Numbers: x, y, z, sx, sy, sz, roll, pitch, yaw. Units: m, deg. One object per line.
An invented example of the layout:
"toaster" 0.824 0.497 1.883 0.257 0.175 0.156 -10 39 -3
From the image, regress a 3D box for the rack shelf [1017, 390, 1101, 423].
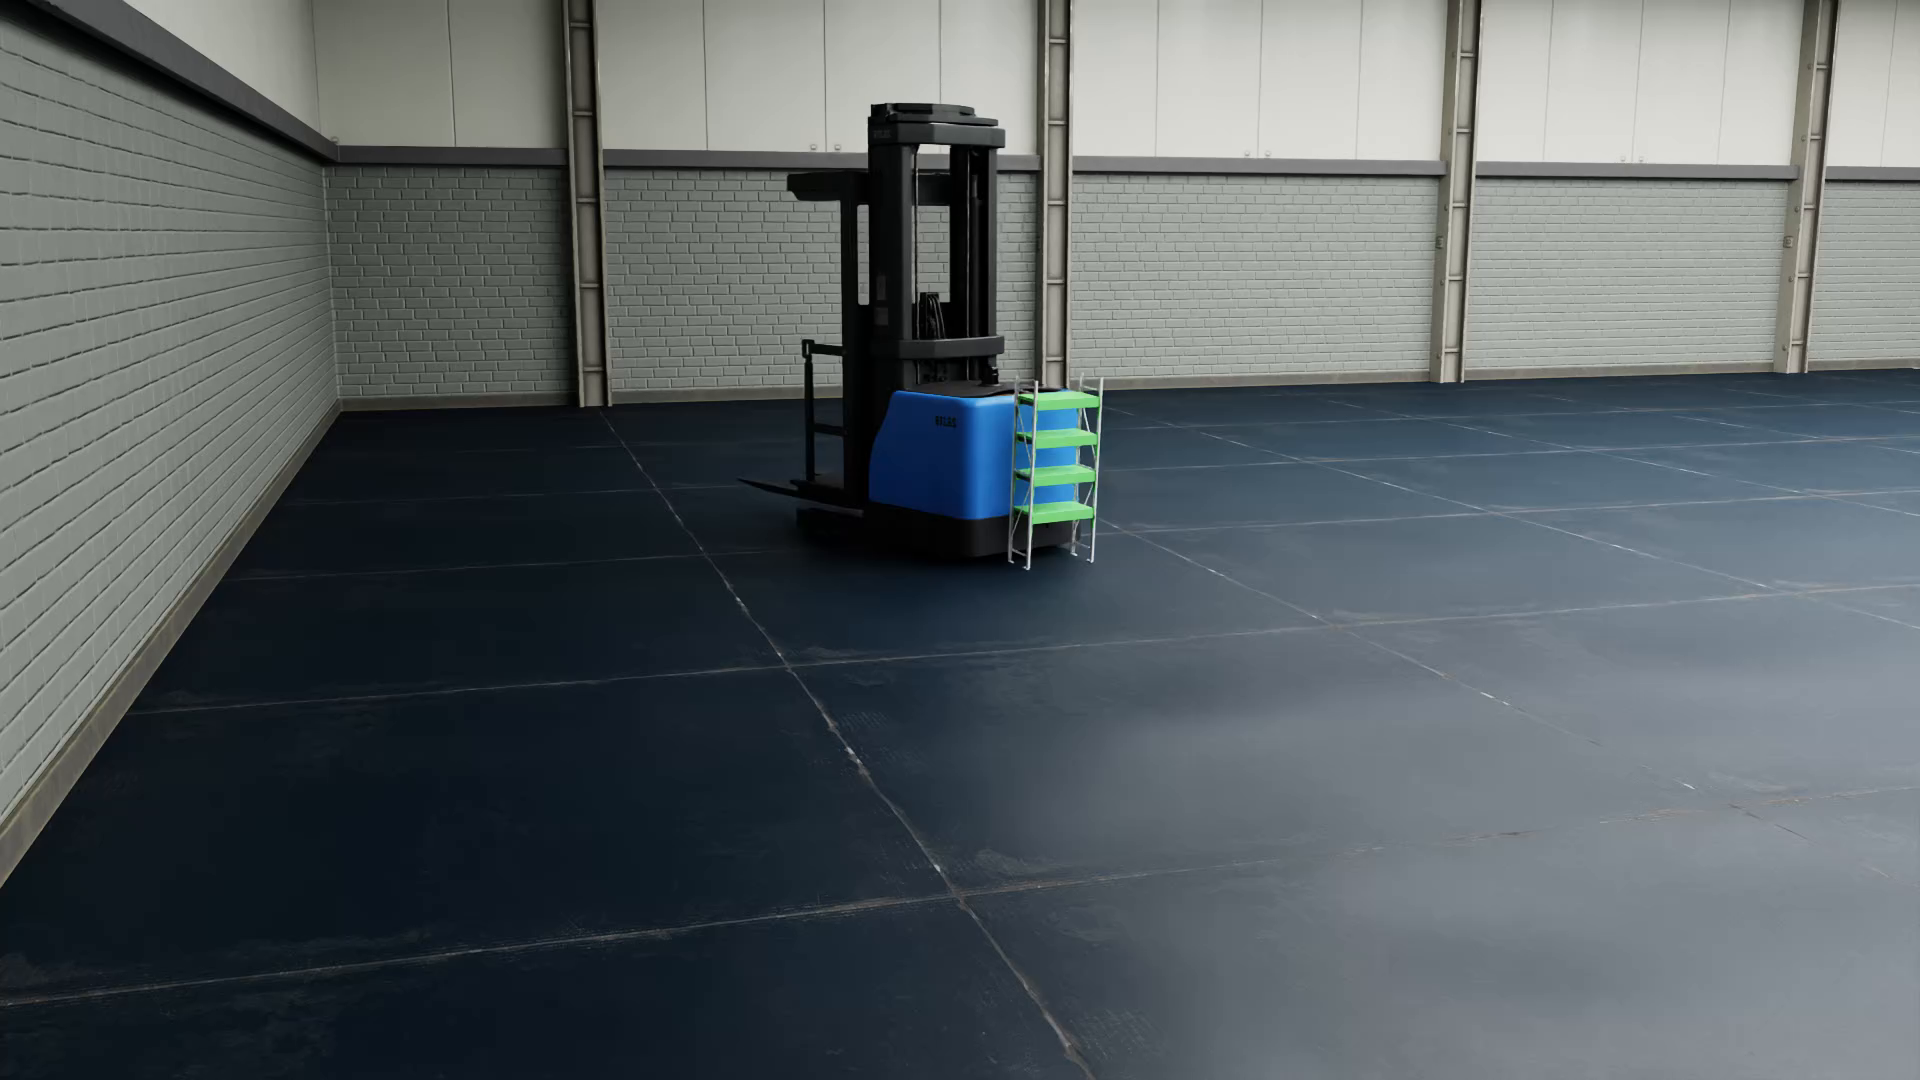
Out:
"rack shelf" 0.618 -0.846 10.491 0.480 0.148 0.258 -6 16 -30

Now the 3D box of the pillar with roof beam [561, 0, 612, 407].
"pillar with roof beam" -3.324 -5.348 15.742 0.400 9.000 9.100 -3 11 -16

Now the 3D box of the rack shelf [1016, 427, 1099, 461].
"rack shelf" 0.610 -0.613 10.547 0.480 0.148 0.258 -6 16 -30

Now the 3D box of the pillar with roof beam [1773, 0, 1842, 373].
"pillar with roof beam" 13.959 -6.259 20.689 0.400 9.000 9.100 -3 11 -16

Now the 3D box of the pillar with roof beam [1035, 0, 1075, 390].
"pillar with roof beam" 2.437 -5.652 17.391 0.400 9.000 9.100 -3 11 -16

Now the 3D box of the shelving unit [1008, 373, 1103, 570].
"shelving unit" 0.604 -0.442 10.589 0.503 1.200 0.258 -6 16 -30

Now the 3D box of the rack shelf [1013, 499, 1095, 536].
"rack shelf" 0.595 -0.147 10.660 0.480 0.148 0.258 -6 16 -30

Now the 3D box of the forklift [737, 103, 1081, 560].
"forklift" -0.513 -1.526 11.738 1.130 2.935 3.031 -9 13 -39

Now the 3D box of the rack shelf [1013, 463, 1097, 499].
"rack shelf" 0.602 -0.380 10.604 0.480 0.148 0.258 -6 16 -30

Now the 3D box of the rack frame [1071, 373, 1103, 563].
"rack frame" 0.815 -0.464 10.710 0.015 1.200 0.240 -6 16 -30

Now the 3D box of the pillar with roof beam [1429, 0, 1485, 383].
"pillar with roof beam" 8.198 -5.955 19.040 0.400 9.000 9.100 -3 11 -16

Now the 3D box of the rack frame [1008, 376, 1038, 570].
"rack frame" 0.394 -0.419 10.467 0.015 1.200 0.240 -6 16 -30
